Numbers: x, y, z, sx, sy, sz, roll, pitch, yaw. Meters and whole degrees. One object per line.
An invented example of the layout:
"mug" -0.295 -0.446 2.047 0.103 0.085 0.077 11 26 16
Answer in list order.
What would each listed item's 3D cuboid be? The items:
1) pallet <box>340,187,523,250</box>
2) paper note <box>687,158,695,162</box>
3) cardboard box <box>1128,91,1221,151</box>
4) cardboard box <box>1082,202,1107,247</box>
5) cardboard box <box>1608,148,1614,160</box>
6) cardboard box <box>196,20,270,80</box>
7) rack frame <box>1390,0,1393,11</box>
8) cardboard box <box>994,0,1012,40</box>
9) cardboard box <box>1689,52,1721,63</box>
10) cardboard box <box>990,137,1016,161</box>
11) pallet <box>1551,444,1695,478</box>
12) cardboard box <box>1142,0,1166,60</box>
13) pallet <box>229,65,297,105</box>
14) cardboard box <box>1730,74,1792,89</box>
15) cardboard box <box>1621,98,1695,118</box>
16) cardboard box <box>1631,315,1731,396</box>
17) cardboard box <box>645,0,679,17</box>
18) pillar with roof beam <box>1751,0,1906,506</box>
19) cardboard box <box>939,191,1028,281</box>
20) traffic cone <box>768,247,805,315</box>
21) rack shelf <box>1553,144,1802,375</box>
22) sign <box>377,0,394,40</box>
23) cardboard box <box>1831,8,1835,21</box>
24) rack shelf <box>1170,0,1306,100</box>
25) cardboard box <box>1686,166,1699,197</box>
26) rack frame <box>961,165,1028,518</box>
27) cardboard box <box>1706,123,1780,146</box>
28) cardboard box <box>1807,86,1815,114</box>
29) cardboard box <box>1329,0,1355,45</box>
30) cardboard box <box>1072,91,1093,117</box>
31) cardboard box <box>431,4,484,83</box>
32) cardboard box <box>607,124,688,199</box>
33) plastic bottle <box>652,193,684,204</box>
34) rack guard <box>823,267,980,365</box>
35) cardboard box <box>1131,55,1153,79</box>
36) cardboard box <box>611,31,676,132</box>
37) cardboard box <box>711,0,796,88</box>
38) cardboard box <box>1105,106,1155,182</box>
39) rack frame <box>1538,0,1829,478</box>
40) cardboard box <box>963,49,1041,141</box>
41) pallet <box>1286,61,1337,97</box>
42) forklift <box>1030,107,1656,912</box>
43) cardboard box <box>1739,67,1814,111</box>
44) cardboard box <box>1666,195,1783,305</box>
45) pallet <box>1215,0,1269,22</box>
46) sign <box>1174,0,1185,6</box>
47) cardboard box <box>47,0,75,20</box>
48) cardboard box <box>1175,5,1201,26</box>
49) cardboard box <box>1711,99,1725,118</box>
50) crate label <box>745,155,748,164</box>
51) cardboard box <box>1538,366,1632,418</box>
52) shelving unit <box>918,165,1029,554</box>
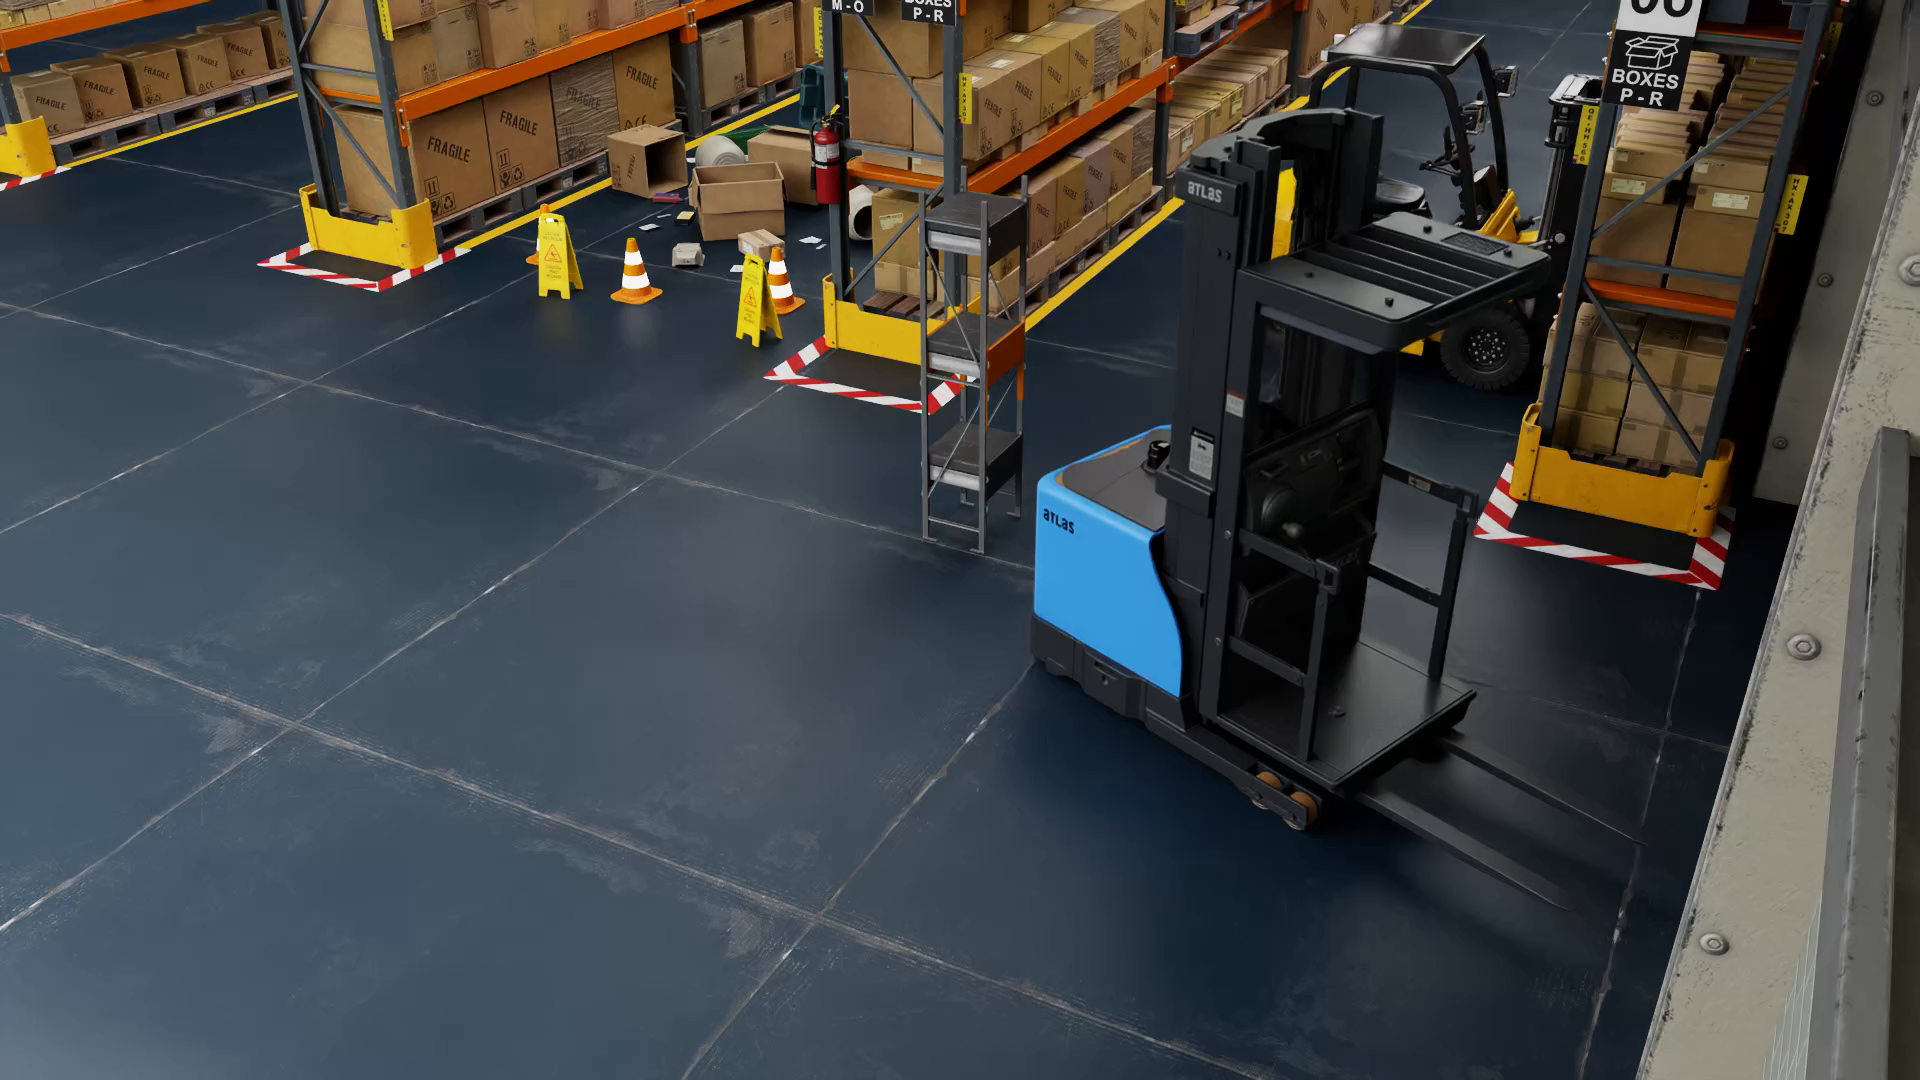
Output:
"pallet" -4.609 -2.886 14.564 1.003 0.211 1.213 14 33 23
"paper note" -2.582 -3.705 16.171 0.147 0.020 0.142 -7 31 -11
"cardboard box" 1.932 -4.013 15.944 0.950 0.372 0.625 16 34 26
"cardboard box" 0.872 -2.622 13.643 0.500 0.250 0.500 15 33 24
"cardboard box" 3.968 -2.182 9.787 0.380 0.149 0.250 15 33 24
"cardboard box" -7.923 -5.340 18.126 0.500 0.500 0.500 -26 39 -37
"rack frame" 5.015 -7.965 20.607 1.000 3.000 0.127 14 33 23
"cardboard box" -0.035 -3.999 12.298 0.700 0.500 0.500 14 33 23
"cardboard box" 4.932 -3.210 11.277 0.380 0.149 0.250 14 33 23
"cardboard box" 0.183 -2.854 11.960 0.380 0.149 0.250 13 32 22
"pallet" 4.280 -0.660 10.687 1.003 0.211 1.213 14 33 23
"cardboard box" 1.390 -4.337 13.891 0.500 0.500 0.500 13 32 22
"pallet" -7.725 -5.151 18.508 1.003 0.211 1.213 14 33 23
"cardboard box" 5.160 -2.872 10.688 0.380 0.149 0.250 15 33 25
"cardboard box" 4.324 -2.653 10.308 0.380 0.149 0.250 15 33 24
"cardboard box" 4.357 -1.114 10.013 0.500 0.250 0.500 14 33 23
"cardboard box" -3.239 -5.395 15.982 0.875 0.550 0.550 14 33 23
"pillar with roof beam" 1.256 -5.203 9.774 9.100 9.000 0.400 14 33 23
"cardboard box" 0.173 -2.265 12.269 0.500 0.500 0.500 13 32 22
"traffic cone" -1.404 -2.028 12.817 0.336 0.463 0.334 14 33 23
"rack shelf" 4.880 -2.095 11.109 1.077 0.370 4.000 14 33 23
"sign" -4.412 -4.004 12.762 0.100 0.325 0.005 14 33 23
"cardboard box" 7.194 -4.508 14.237 0.500 0.250 0.500 14 33 23
"rack shelf" 2.282 -4.993 16.155 1.077 0.370 4.000 14 33 23
"cardboard box" 4.411 -2.061 9.574 0.380 0.149 0.250 14 33 23
"rack frame" 0.187 -1.092 9.543 0.400 2.100 0.015 14 33 23
"cardboard box" 4.569 -2.303 9.698 0.380 0.149 0.250 15 33 24
"cardboard box" 6.261 -3.387 12.787 0.500 0.250 0.500 15 33 24
"cardboard box" 3.992 -6.134 19.131 0.875 0.875 0.875 15 33 24
"cardboard box" 0.808 -3.417 12.941 0.380 0.149 0.250 15 33 24
"cardboard box" -4.544 -4.212 13.921 0.875 0.550 0.550 14 33 23
"cardboard box" -2.875 -3.492 15.327 0.500 0.500 0.500 21 36 32
"plastic bottle" -2.635 -3.101 15.089 0.283 0.061 0.133 4 30 6
"rack guard" -0.417 -1.595 12.025 1.175 0.500 0.348 14 33 23
"cardboard box" 1.388 -3.985 13.930 0.380 0.149 0.250 15 33 24
"cardboard box" -3.430 -4.494 16.276 0.875 0.875 0.875 15 33 24
"cardboard box" -2.436 -5.425 18.023 1.050 0.750 0.750 14 33 23
"cardboard box" 1.340 -3.410 14.262 0.500 0.500 0.500 14 33 23
"rack frame" 3.969 -1.520 9.386 1.000 3.000 0.127 14 33 23
"cardboard box" 0.245 -3.195 11.902 0.500 0.500 0.500 15 33 25
"pallet" 3.619 -5.315 18.793 1.003 0.211 1.213 14 33 23
"forklift" 1.714 -0.255 7.251 1.130 2.935 3.031 -24 37 -35
"cardboard box" 5.827 -3.077 11.995 0.500 0.500 0.500 14 33 23
"cardboard box" 4.442 -1.720 9.633 0.500 0.500 0.500 15 33 25
"pallet" 2.328 -5.221 16.023 1.003 0.211 1.213 14 33 23
"sign" 1.858 -4.674 14.008 0.100 0.325 0.005 14 33 23
"cardboard box" -8.673 -5.070 15.819 0.380 0.149 0.250 14 33 23
"cardboard box" 1.904 -4.665 14.691 0.380 0.149 0.250 15 33 24
"cardboard box" 4.905 -2.740 11.409 0.500 0.500 0.500 14 33 23
"crate label" -1.960 -3.595 15.873 0.298 0.136 0.250 -7 31 -11
"cardboard box" 3.913 -1.014 10.341 0.500 0.250 0.500 14 33 23
"shelving unit" 0.075 -0.984 9.355 0.431 2.100 0.503 14 33 23
